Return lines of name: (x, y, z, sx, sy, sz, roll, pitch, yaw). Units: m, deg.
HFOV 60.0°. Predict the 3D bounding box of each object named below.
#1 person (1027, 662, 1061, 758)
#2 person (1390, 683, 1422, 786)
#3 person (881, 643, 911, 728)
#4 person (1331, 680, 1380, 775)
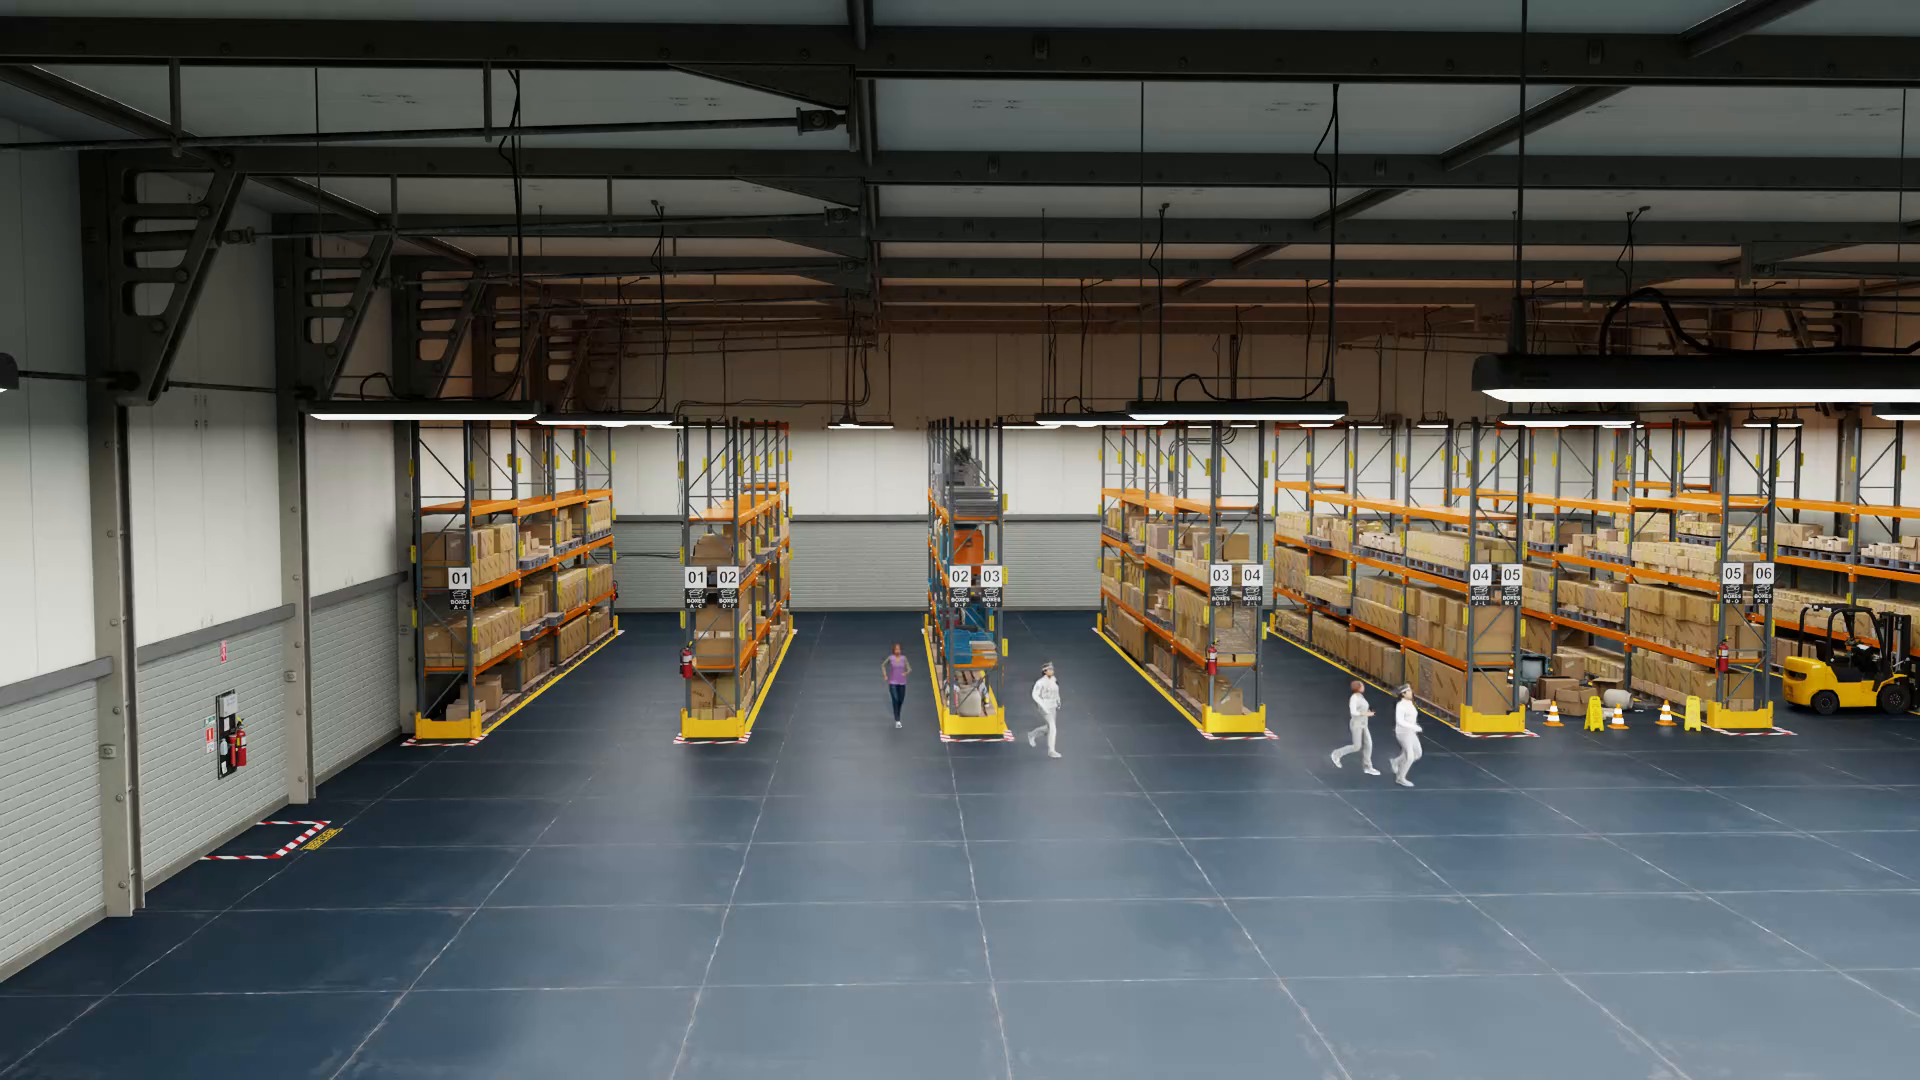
person: (1.499, 2.968, 29.353, 0.727, 1.687, 0.621, 3, 5, 40)
person: (7.234, 3.139, 26.937, 0.561, 1.665, 0.658, 2, 4, 33)
person: (-1.227, 2.799, 32.300, 0.551, 1.590, 0.884, -1, 4, -14)
person: (6.625, 3.117, 27.782, 0.819, 1.575, 0.552, 2, 4, 30)
